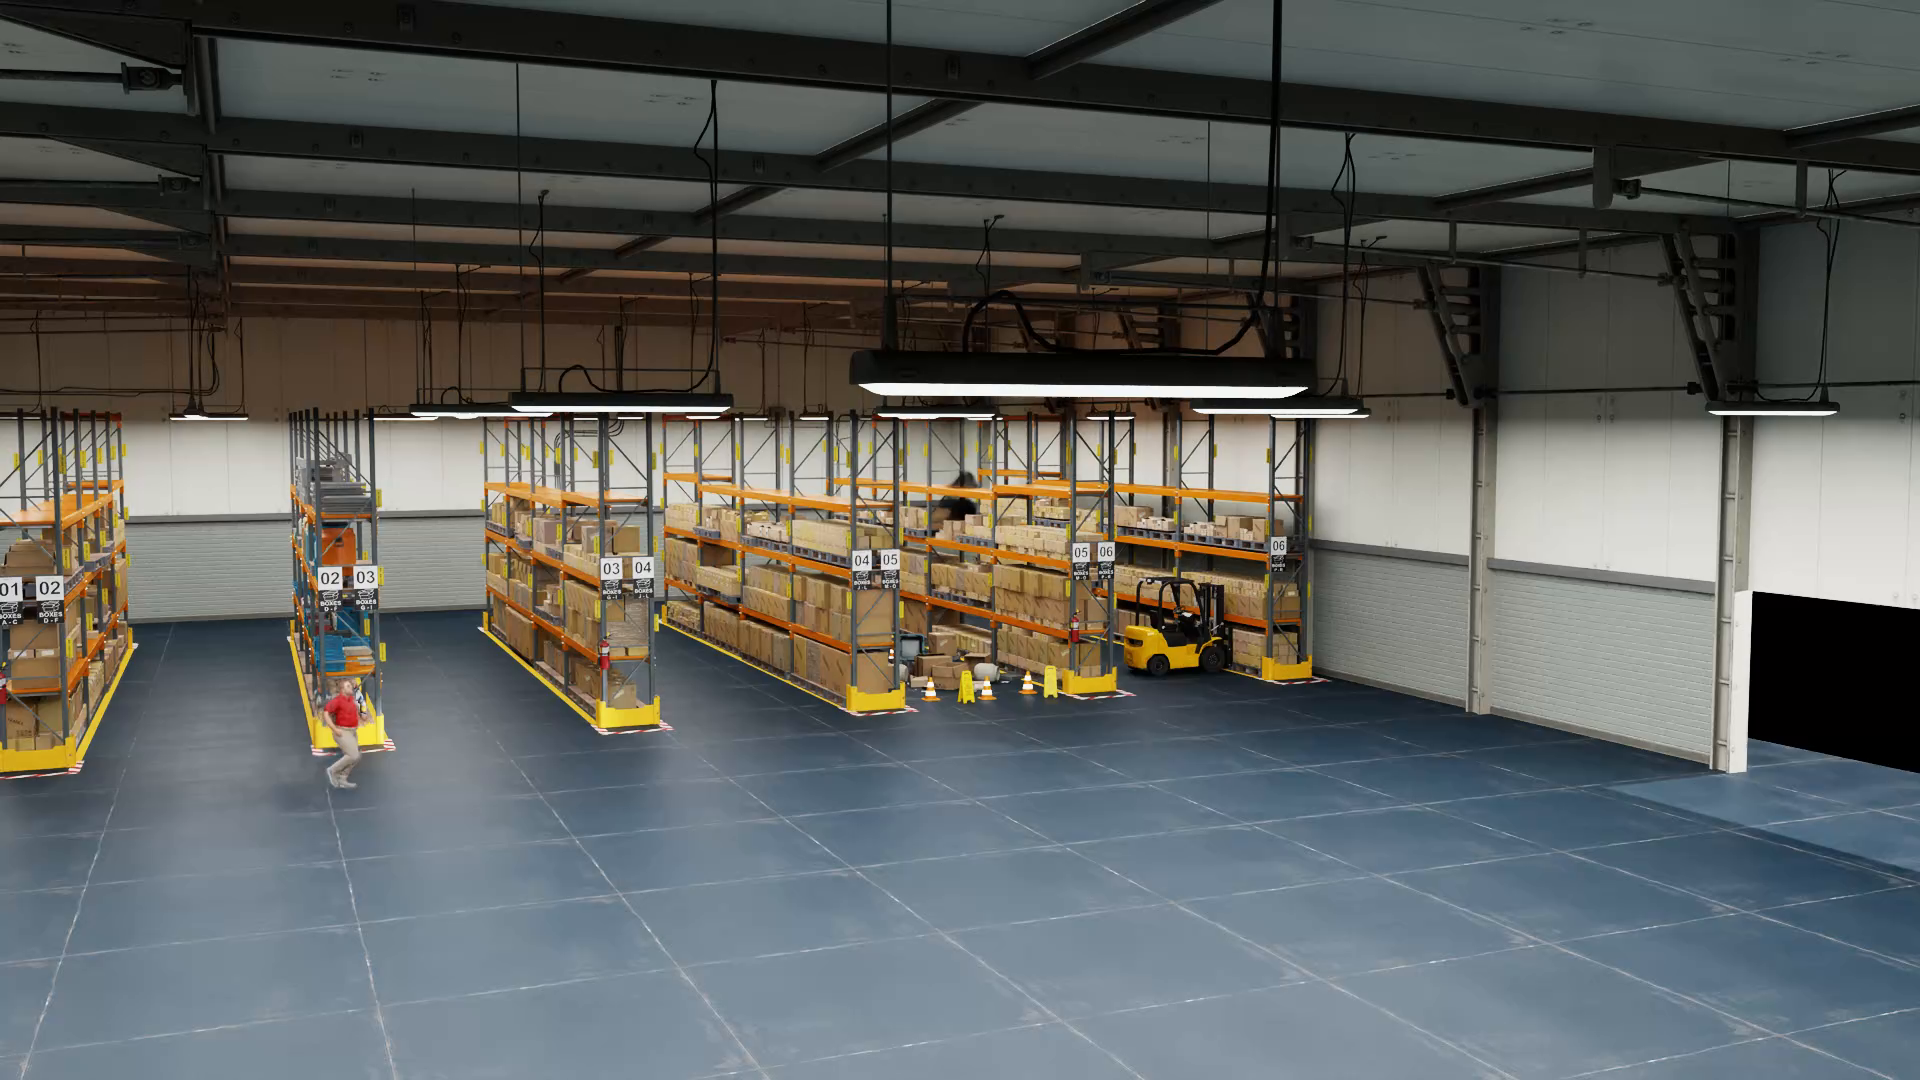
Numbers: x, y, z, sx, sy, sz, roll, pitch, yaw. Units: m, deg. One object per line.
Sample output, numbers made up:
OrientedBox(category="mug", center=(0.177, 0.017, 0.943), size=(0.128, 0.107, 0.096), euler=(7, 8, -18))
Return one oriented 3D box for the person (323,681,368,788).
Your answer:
OrientedBox(category="person", center=(-9.586, 3.049, 26.046), size=(0.563, 1.697, 0.710), euler=(1, 4, 7))
